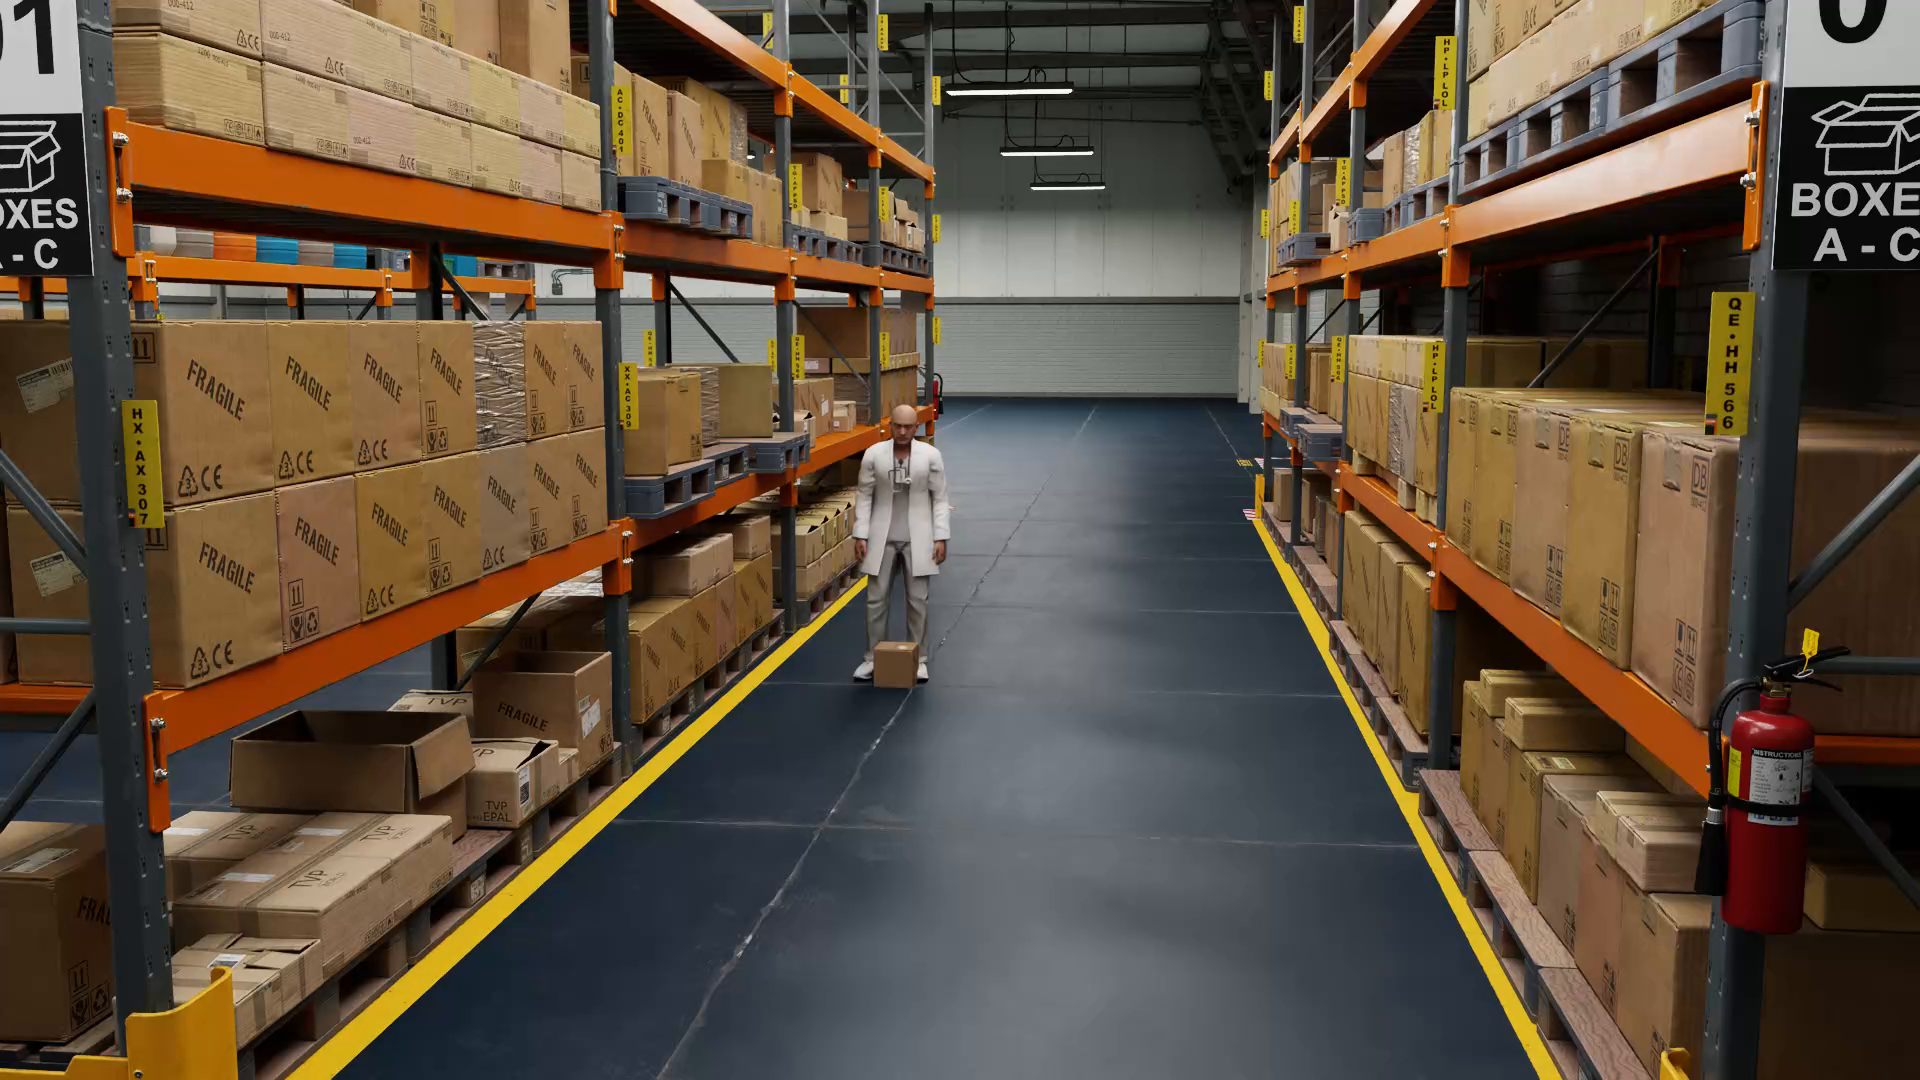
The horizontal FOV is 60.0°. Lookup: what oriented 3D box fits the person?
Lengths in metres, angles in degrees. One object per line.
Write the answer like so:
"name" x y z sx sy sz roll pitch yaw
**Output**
"person" -0.381 0.011 10.766 0.645 1.772 0.429 0 7 3
